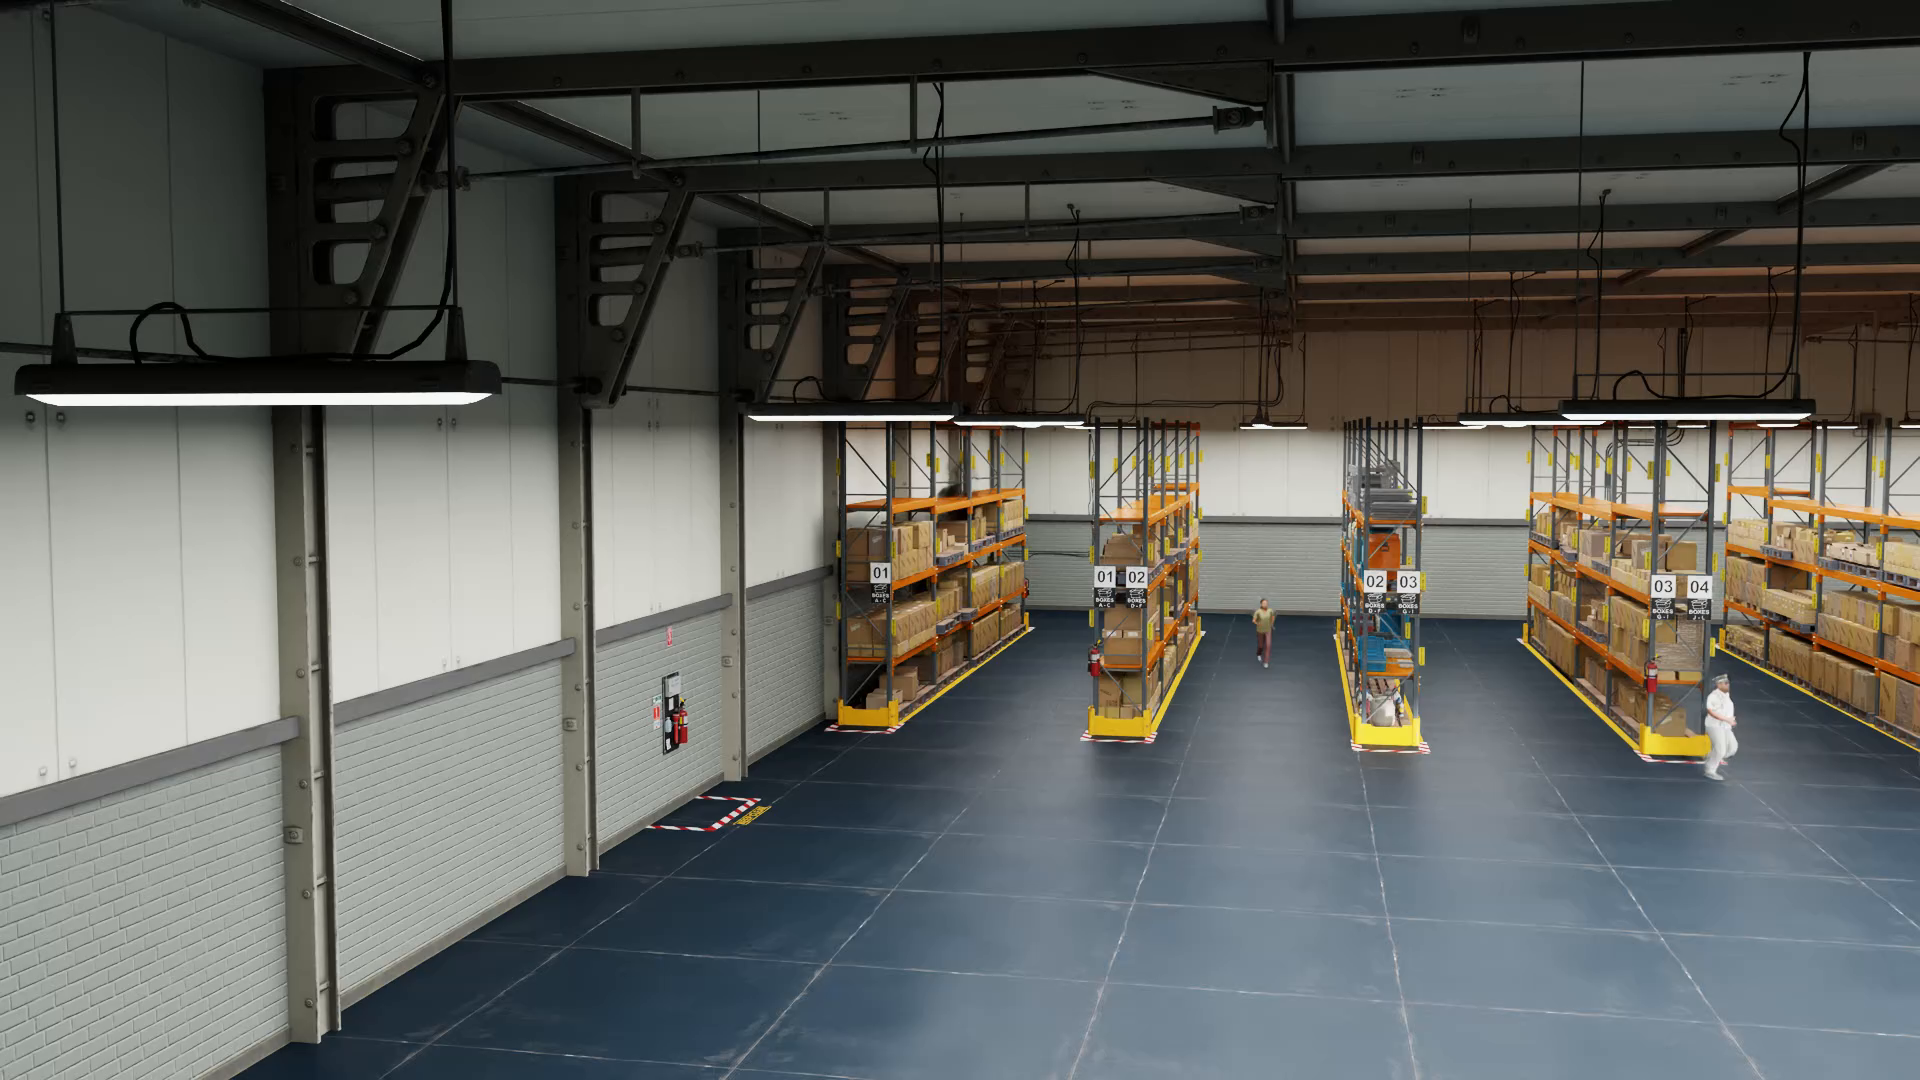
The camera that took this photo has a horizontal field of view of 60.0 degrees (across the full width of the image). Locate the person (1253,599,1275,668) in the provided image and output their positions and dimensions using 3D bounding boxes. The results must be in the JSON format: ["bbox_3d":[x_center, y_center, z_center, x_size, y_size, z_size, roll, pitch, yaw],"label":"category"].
[{"bbox_3d":[7.432,2.251,40.705,0.565,1.655,0.935,0,4,1],"label":"person"}]

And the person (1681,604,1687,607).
[{"bbox_3d":[18.966,2.095,43.780,0.663,1.606,0.538,1,4,20],"label":"person"}]

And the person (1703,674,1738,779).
[{"bbox_3d":[12.603,3.075,27.492,0.708,1.745,0.611,-3,5,-40],"label":"person"}]
